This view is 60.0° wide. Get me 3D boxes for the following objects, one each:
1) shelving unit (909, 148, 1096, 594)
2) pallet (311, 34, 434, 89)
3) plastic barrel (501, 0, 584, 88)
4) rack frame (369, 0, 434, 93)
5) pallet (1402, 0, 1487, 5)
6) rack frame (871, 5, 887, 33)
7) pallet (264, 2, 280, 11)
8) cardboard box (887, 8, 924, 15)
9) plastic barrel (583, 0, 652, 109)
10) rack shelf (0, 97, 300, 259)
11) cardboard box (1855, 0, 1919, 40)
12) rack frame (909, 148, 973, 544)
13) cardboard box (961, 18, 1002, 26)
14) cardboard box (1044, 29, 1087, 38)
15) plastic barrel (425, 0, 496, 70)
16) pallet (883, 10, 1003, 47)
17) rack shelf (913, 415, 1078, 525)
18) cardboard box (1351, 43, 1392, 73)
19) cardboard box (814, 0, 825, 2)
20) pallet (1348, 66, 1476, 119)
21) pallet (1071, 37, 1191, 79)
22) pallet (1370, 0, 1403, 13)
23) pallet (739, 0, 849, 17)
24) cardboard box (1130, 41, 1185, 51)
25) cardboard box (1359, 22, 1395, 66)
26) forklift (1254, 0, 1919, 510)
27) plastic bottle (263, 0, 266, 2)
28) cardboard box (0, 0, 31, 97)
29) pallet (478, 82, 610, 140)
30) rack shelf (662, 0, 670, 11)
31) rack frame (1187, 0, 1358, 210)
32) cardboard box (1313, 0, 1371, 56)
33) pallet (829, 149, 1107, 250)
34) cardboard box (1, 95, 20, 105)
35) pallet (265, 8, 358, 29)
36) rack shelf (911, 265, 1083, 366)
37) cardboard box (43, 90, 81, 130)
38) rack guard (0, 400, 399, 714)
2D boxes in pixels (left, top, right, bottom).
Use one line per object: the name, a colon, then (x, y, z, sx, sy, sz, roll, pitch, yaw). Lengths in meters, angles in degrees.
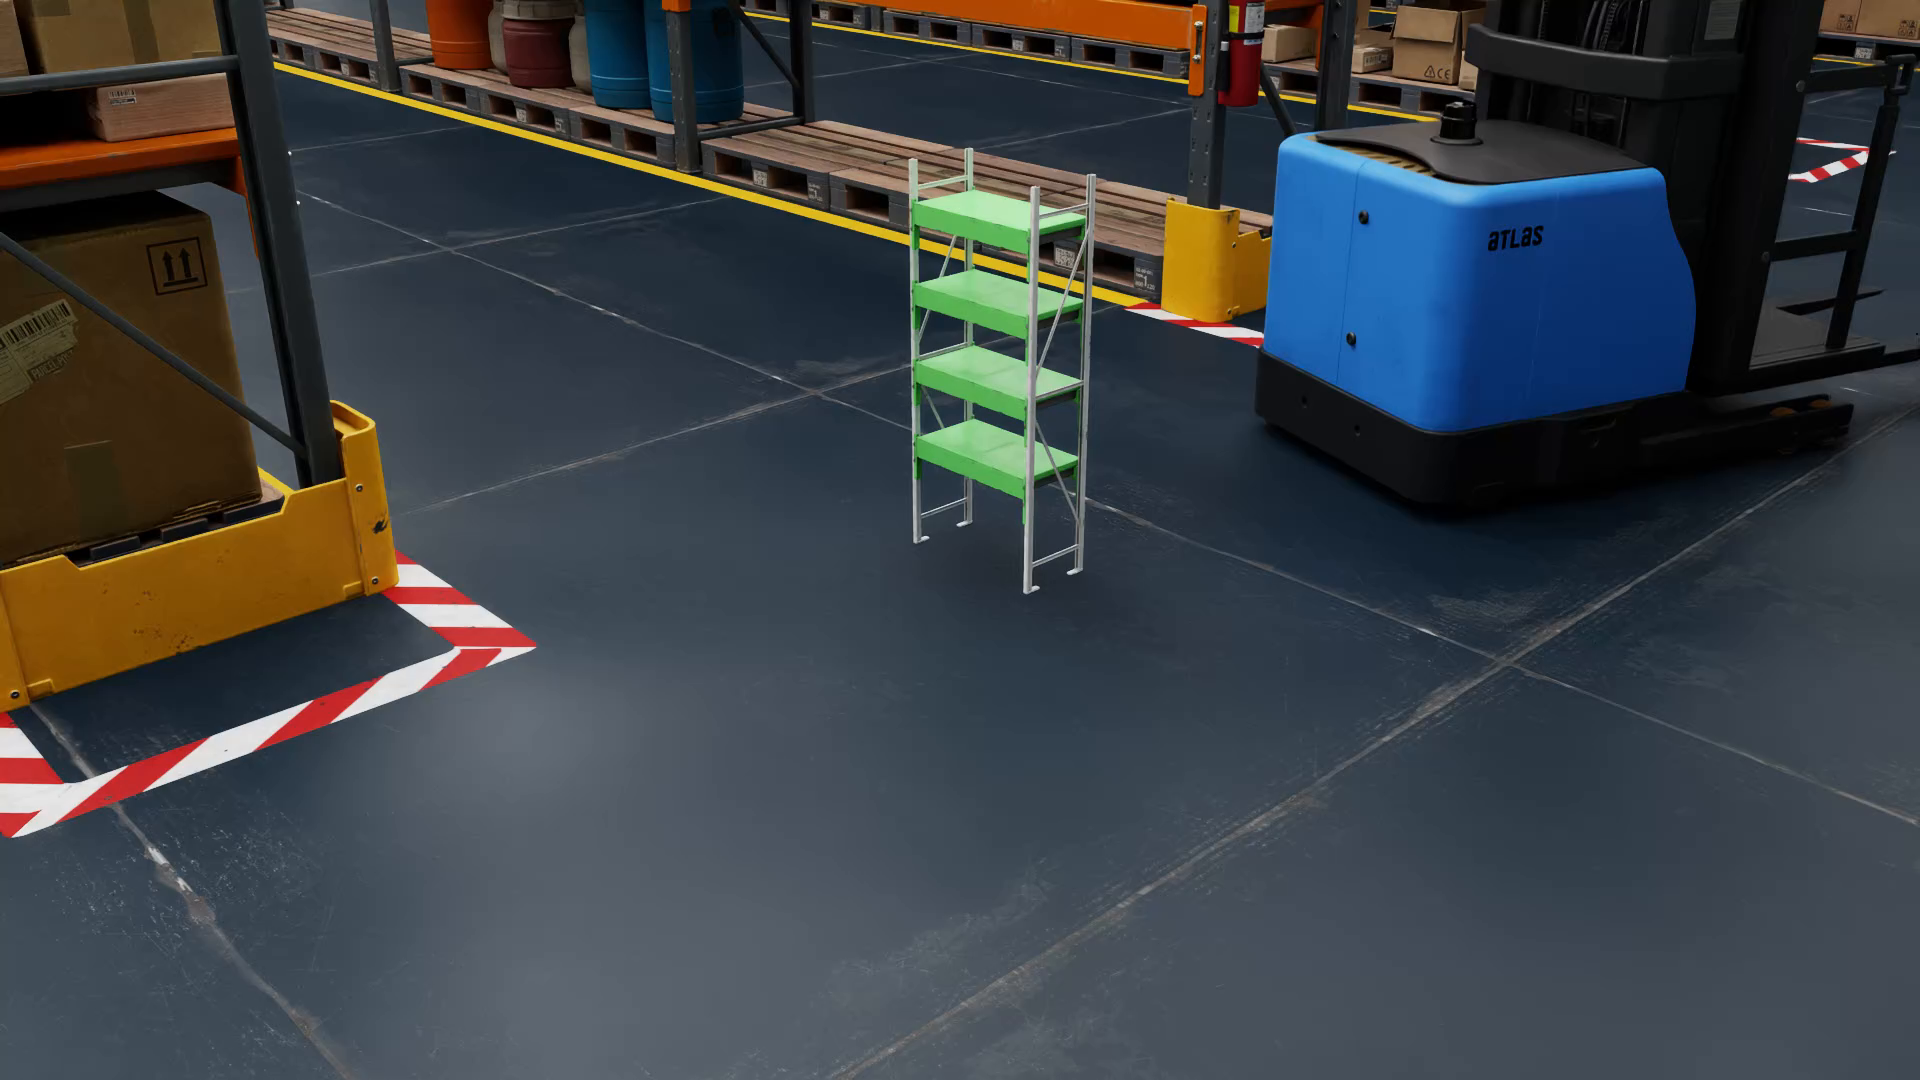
shelving unit: (0.113, -0.496, 4.891, 0.258, 1.200, 0.503, -21, 32, -38)
pallet: (-4.565, -3.934, 13.619, 1.003, 0.211, 1.213, -21, 32, -38)
plastic barrel: (-2.945, -3.565, 11.851, 0.600, 0.588, 0.708, -21, 32, -38)
rack frame: (-4.064, -4.957, 12.501, 1.000, 3.000, 0.127, -21, 32, -38)
pallet: (5.320, -5.499, 17.050, 1.003, 0.211, 1.213, -21, 32, -38)
rack frame: (-0.445, -6.361, 15.579, 1.000, 3.000, 0.127, -21, 32, -38)
pallet: (-7.226, -5.115, 16.209, 1.003, 0.211, 1.213, -21, 32, -38)
cardboard box: (-0.343, -5.205, 15.527, 0.500, 0.500, 0.500, -20, 31, -36)
plastic barrel: (-2.173, -3.366, 11.036, 0.600, 0.901, 0.708, -21, 32, -38)
rack shelf: (-3.578, -1.407, 5.586, 1.077, 0.370, 4.000, -21, 32, -38)
cardboard box: (8.084, -4.581, 14.184, 0.700, 0.500, 0.500, -21, 32, -38)
rack frame: (-0.054, -0.570, 5.053, 0.240, 1.200, 0.015, -21, 32, -38)
cardboard box: (0.358, -4.894, 14.846, 0.500, 0.500, 0.500, -22, 32, -39)
cardboard box: (1.068, -4.584, 14.167, 0.500, 0.500, 0.500, -21, 32, -38)
plastic barrel: (-3.717, -4.017, 12.550, 0.600, 0.830, 0.708, -21, 32, -38)
pallet: (0.037, -4.855, 15.639, 1.003, 0.211, 1.213, -21, 32, -38)
rack shelf: (0.113, -0.219, 5.017, 0.258, 0.148, 0.480, -21, 32, -38)
cardboard box: (3.016, -3.612, 12.438, 0.380, 0.166, 0.250, -21, 32, -38)
cardboard box: (-1.338, -5.546, 16.601, 0.500, 0.250, 0.500, -22, 32, -39)
pallet: (3.595, -3.302, 12.234, 1.003, 0.211, 1.213, -21, 32, -38)
pallet: (1.705, -4.116, 14.018, 1.003, 0.211, 1.213, -21, 32, -38)
pallet: (4.481, -5.869, 17.860, 1.003, 0.211, 1.213, -21, 32, -38)
pallet: (-1.809, -5.722, 17.539, 1.003, 0.211, 1.213, -21, 32, -38)
cardboard box: (1.742, -4.280, 13.500, 0.500, 0.500, 0.500, -21, 32, -39)
cardboard box: (3.398, -3.807, 12.689, 0.500, 0.311, 0.500, -21, 32, -38)
forklift: (2.644, -1.825, 5.720, 3.031, 2.935, 1.130, -11, 27, -22)
plastic bottle: (-6.765, -5.347, 16.199, 0.097, 0.201, 0.097, 0, 25, 0)
cardboard box: (-2.736, -1.267, 4.235, 0.500, 0.250, 0.500, -22, 32, -39)
pallet: (-2.665, -3.092, 11.773, 1.003, 0.211, 1.213, -21, 32, -38)
rack shelf: (-2.697, -4.024, 11.323, 1.077, 0.370, 4.000, -21, 32, -38)
rack frame: (1.404, -2.533, 7.189, 1.000, 3.000, 0.127, -21, 32, -38)
cardboard box: (2.885, -4.120, 13.148, 0.500, 0.500, 0.500, -21, 32, -38)
pallet: (0.039, -1.895, 9.149, 1.003, 0.211, 1.213, -21, 32, -38)
cardboard box: (-2.744, -1.448, 5.114, 0.380, 0.149, 0.250, -22, 32, -39)
pallet: (-6.233, -4.673, 15.239, 1.003, 0.211, 1.213, -21, 32, -38)
rack shelf: (0.113, -0.656, 4.818, 0.258, 0.148, 0.480, -21, 32, -38)
cardboard box: (-2.389, -1.292, 4.771, 0.380, 0.149, 0.250, -22, 32, -39)
rack guard: (-2.195, 0.017, 4.611, 1.175, 0.500, 0.348, -21, 32, -38)
